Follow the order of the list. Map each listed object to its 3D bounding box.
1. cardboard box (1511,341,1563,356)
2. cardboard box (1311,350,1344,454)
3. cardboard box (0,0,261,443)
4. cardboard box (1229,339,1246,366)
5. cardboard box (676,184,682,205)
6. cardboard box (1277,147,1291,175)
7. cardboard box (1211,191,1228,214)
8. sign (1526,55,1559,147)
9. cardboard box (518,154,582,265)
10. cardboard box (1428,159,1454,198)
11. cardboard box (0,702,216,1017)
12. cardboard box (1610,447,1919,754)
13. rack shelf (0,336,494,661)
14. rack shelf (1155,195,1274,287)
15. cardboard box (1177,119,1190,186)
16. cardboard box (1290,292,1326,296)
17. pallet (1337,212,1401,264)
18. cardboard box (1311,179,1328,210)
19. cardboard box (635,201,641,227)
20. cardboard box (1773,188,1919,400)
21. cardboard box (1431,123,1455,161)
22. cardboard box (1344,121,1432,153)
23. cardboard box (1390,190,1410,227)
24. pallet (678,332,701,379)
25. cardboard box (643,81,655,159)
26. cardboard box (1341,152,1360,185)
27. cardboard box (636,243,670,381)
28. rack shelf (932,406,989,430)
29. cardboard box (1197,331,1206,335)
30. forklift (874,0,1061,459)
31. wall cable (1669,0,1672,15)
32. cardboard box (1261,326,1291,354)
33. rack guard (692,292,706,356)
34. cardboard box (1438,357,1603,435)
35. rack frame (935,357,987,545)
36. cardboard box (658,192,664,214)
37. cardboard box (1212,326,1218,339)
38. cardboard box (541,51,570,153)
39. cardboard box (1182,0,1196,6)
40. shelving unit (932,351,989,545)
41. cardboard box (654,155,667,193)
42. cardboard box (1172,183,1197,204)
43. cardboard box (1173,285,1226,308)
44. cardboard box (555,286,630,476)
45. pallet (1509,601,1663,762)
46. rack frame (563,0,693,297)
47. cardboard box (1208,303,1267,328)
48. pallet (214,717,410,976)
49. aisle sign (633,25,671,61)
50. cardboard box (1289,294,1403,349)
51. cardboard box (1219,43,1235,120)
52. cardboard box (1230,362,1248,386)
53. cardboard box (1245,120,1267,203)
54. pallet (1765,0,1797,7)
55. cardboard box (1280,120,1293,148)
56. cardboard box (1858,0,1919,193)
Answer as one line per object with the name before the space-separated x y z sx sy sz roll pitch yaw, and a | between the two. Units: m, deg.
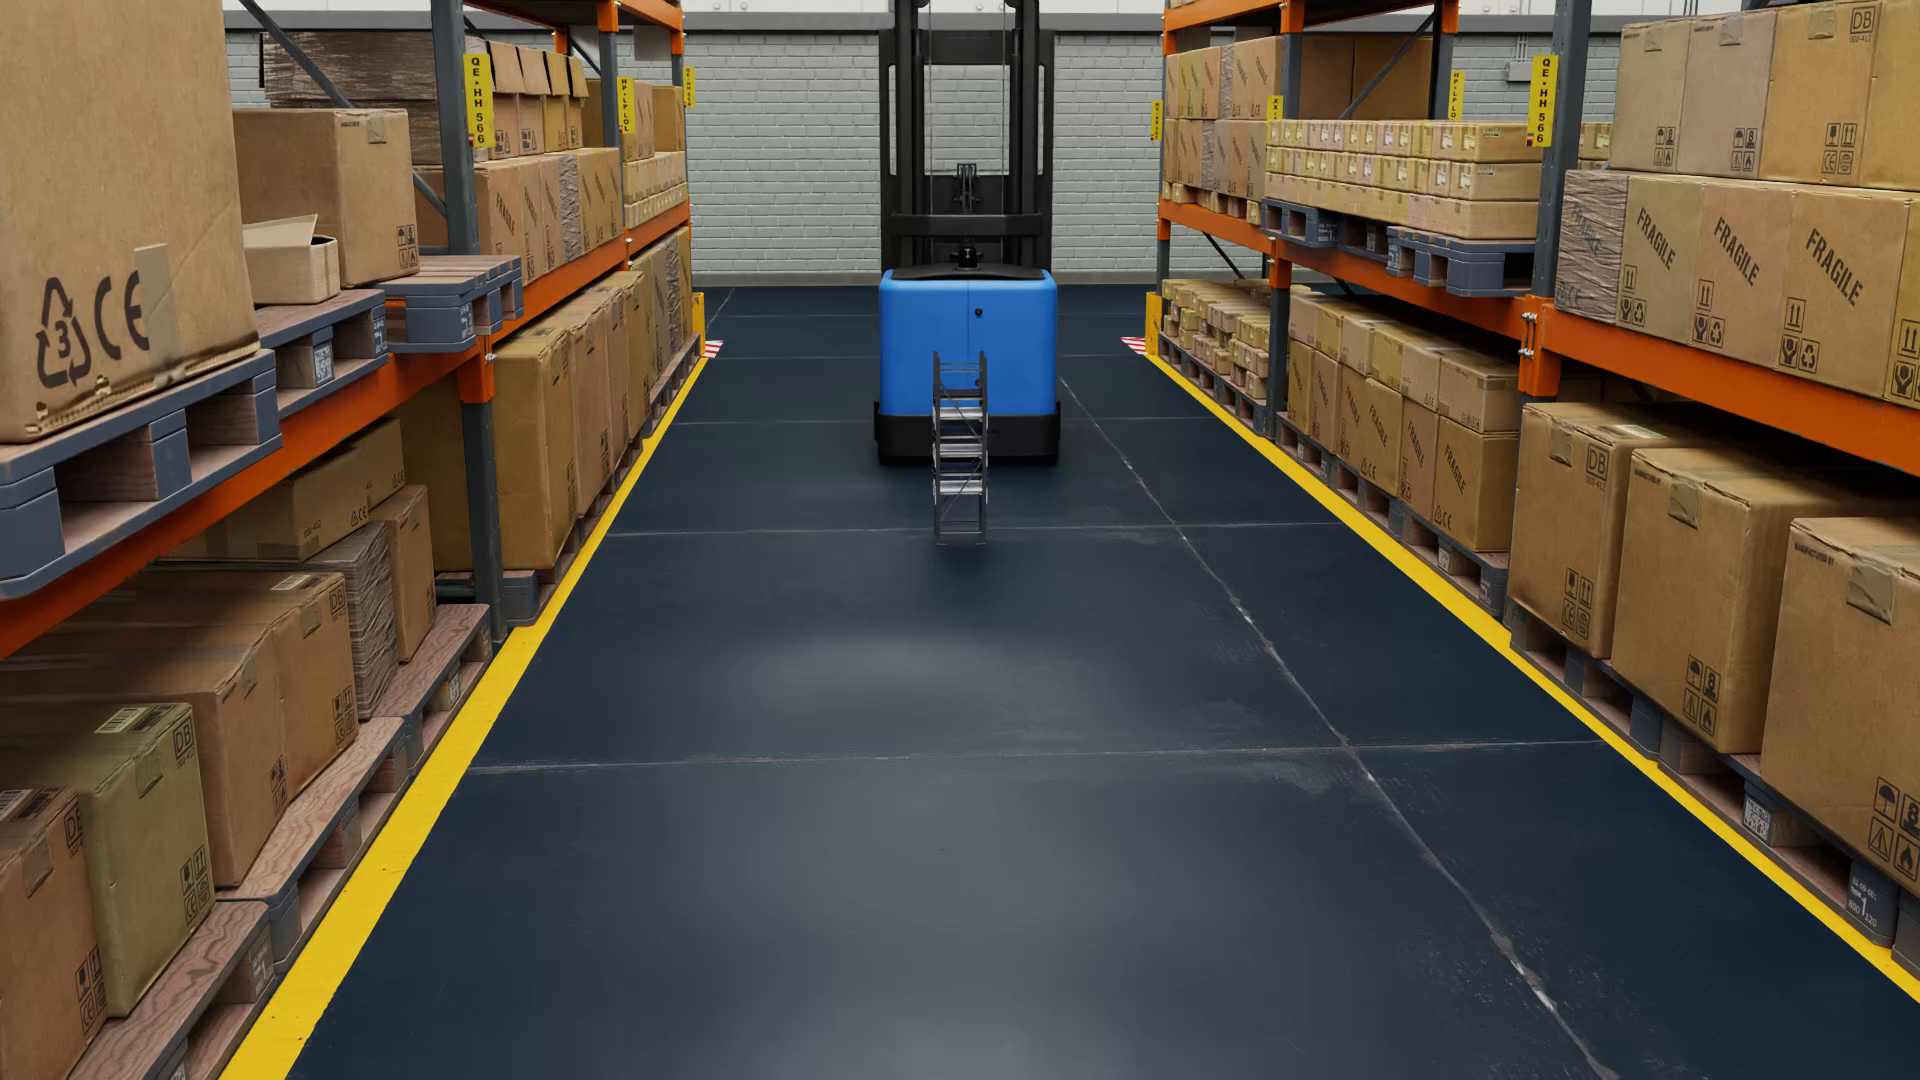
cardboard box | 2.849 -0.757 7.618 0.500 0.250 0.500 -1 14 -4
cardboard box | 2.250 -0.768 9.165 0.500 0.500 0.500 0 14 -1
cardboard box | -1.936 -0.747 2.864 1.000 1.000 1.000 -1 14 -3
cardboard box | 2.034 -1.268 11.218 0.380 0.149 0.250 -1 14 -5
cardboard box | -2.387 -2.705 13.026 0.380 0.149 0.250 -1 14 -3
cardboard box | 2.017 -2.151 9.431 0.380 0.149 0.250 -1 14 -5
cardboard box | 2.014 -2.428 11.948 0.380 0.149 0.250 -1 14 -2
sign | 2.141 -1.612 6.105 0.100 0.325 0.005 -1 14 -3
cardboard box | -2.132 -1.602 8.032 0.500 0.500 0.500 -1 14 -3
cardboard box | 2.179 -1.508 6.931 0.380 0.149 0.250 0 14 -1
cardboard box | -2.054 0.672 3.529 0.700 0.500 0.500 -1 14 -4
cardboard box | 2.687 0.156 5.070 1.050 0.750 0.750 -1 14 -3
rack shelf | -2.151 -0.203 4.238 1.077 0.370 4.000 -1 14 -3
rack shelf | 2.310 -2.244 12.170 1.077 0.370 4.000 -1 14 -3
cardboard box | 1.997 -3.033 12.998 0.500 0.500 0.500 -1 14 -3
cardboard box | 2.598 -1.815 12.747 0.380 0.149 0.250 0 14 -1
pallet | 2.518 -1.499 8.216 1.003 0.211 1.213 -1 14 -3
cardboard box | 2.065 -1.814 8.720 0.380 0.149 0.250 -2 15 -6
cardboard box | -2.225 -2.066 10.539 0.380 0.149 0.250 -1 14 -5
cardboard box | 2.534 -0.657 4.358 0.500 0.500 0.500 -1 14 -4
cardboard box | 2.181 -1.647 6.875 0.380 0.149 0.250 -1 14 -4
cardboard box | 2.101 -1.971 8.134 0.380 0.149 0.250 0 14 -2
cardboard box | 2.151 -1.485 7.439 0.380 0.149 0.250 -1 14 -4
pallet | -2.643 -1.490 13.393 1.003 0.211 1.213 -1 14 -3
cardboard box | -2.357 -2.853 11.293 0.500 0.500 0.500 -1 14 -5
cardboard box | 2.098 -1.826 8.170 0.380 0.149 0.250 -1 14 -5
cardboard box | -2.539 -1.607 11.673 0.875 0.875 0.875 -1 14 -3
rack shelf | 0.000 -0.580 7.886 0.258 0.077 0.200 -1 14 -3
cardboard box | 2.037 -1.524 12.809 0.380 0.149 0.250 -1 14 -3
forklift | 0.039 -2.210 10.735 1.130 2.935 3.031 0 14 0
wall cable | 7.238 -7.518 19.185 2.355 3.000 0.029 -1 14 -3
cardboard box | 2.152 -1.290 10.705 0.380 0.149 0.250 0 14 -2
rack guard | -2.772 -1.833 14.149 1.175 0.500 0.348 -1 14 -3
cardboard box | 2.378 -0.622 7.092 0.500 0.250 0.500 -1 14 -5
rack frame | 0.006 -0.413 7.824 0.240 0.900 0.006 -1 14 -3
cardboard box | -2.307 -2.388 11.792 0.380 0.149 0.250 -1 14 -5
cardboard box | 2.104 -1.597 12.494 0.380 0.149 0.250 0 14 -1
cardboard box | -2.444 -2.248 8.529 0.797 0.503 0.637 -1 14 -3
cardboard box | 1.987 -4.223 12.700 0.500 0.250 0.500 0 14 -2
shelving unit | 0.000 -0.438 7.922 0.258 0.900 0.210 -1 14 -3
cardboard box | -2.377 -2.611 11.858 0.500 0.250 0.500 -1 14 -3
cardboard box | 1.900 -2.752 13.206 0.380 0.149 0.250 -1 14 -5
cardboard box | 1.905 -1.933 13.206 0.380 0.149 0.250 -1 14 -4
cardboard box | -2.407 -0.837 8.679 1.225 0.875 0.875 -1 14 -5
pallet | 2.656 0.448 5.862 1.003 0.211 1.213 -1 14 -3
rack frame | -2.770 -3.038 13.814 1.000 3.000 0.127 -1 14 -3
cardboard box | 1.998 -1.613 11.961 0.380 0.149 0.250 -1 14 -5
pallet | -2.155 0.799 4.497 1.003 0.211 1.213 -1 14 -3
aisle sign | -2.475 -4.320 13.578 0.394 0.787 0.004 -1 14 -3
cardboard box | 2.216 -1.263 9.583 0.500 0.250 0.500 -2 15 -6
cardboard box | 2.080 -3.140 11.407 0.500 0.500 0.500 -1 14 -2
cardboard box | 2.056 -1.140 11.317 0.380 0.149 0.250 -1 14 -5
cardboard box | 2.122 -2.403 10.549 0.500 0.500 0.500 -1 14 -3
pallet | 7.177 -4.416 13.330 1.003 0.211 1.213 -1 14 -3
cardboard box | 2.023 -2.290 9.375 0.380 0.149 0.250 0 14 -2
cardboard box | 2.798 -1.140 4.231 0.700 0.500 0.500 -1 14 -4
